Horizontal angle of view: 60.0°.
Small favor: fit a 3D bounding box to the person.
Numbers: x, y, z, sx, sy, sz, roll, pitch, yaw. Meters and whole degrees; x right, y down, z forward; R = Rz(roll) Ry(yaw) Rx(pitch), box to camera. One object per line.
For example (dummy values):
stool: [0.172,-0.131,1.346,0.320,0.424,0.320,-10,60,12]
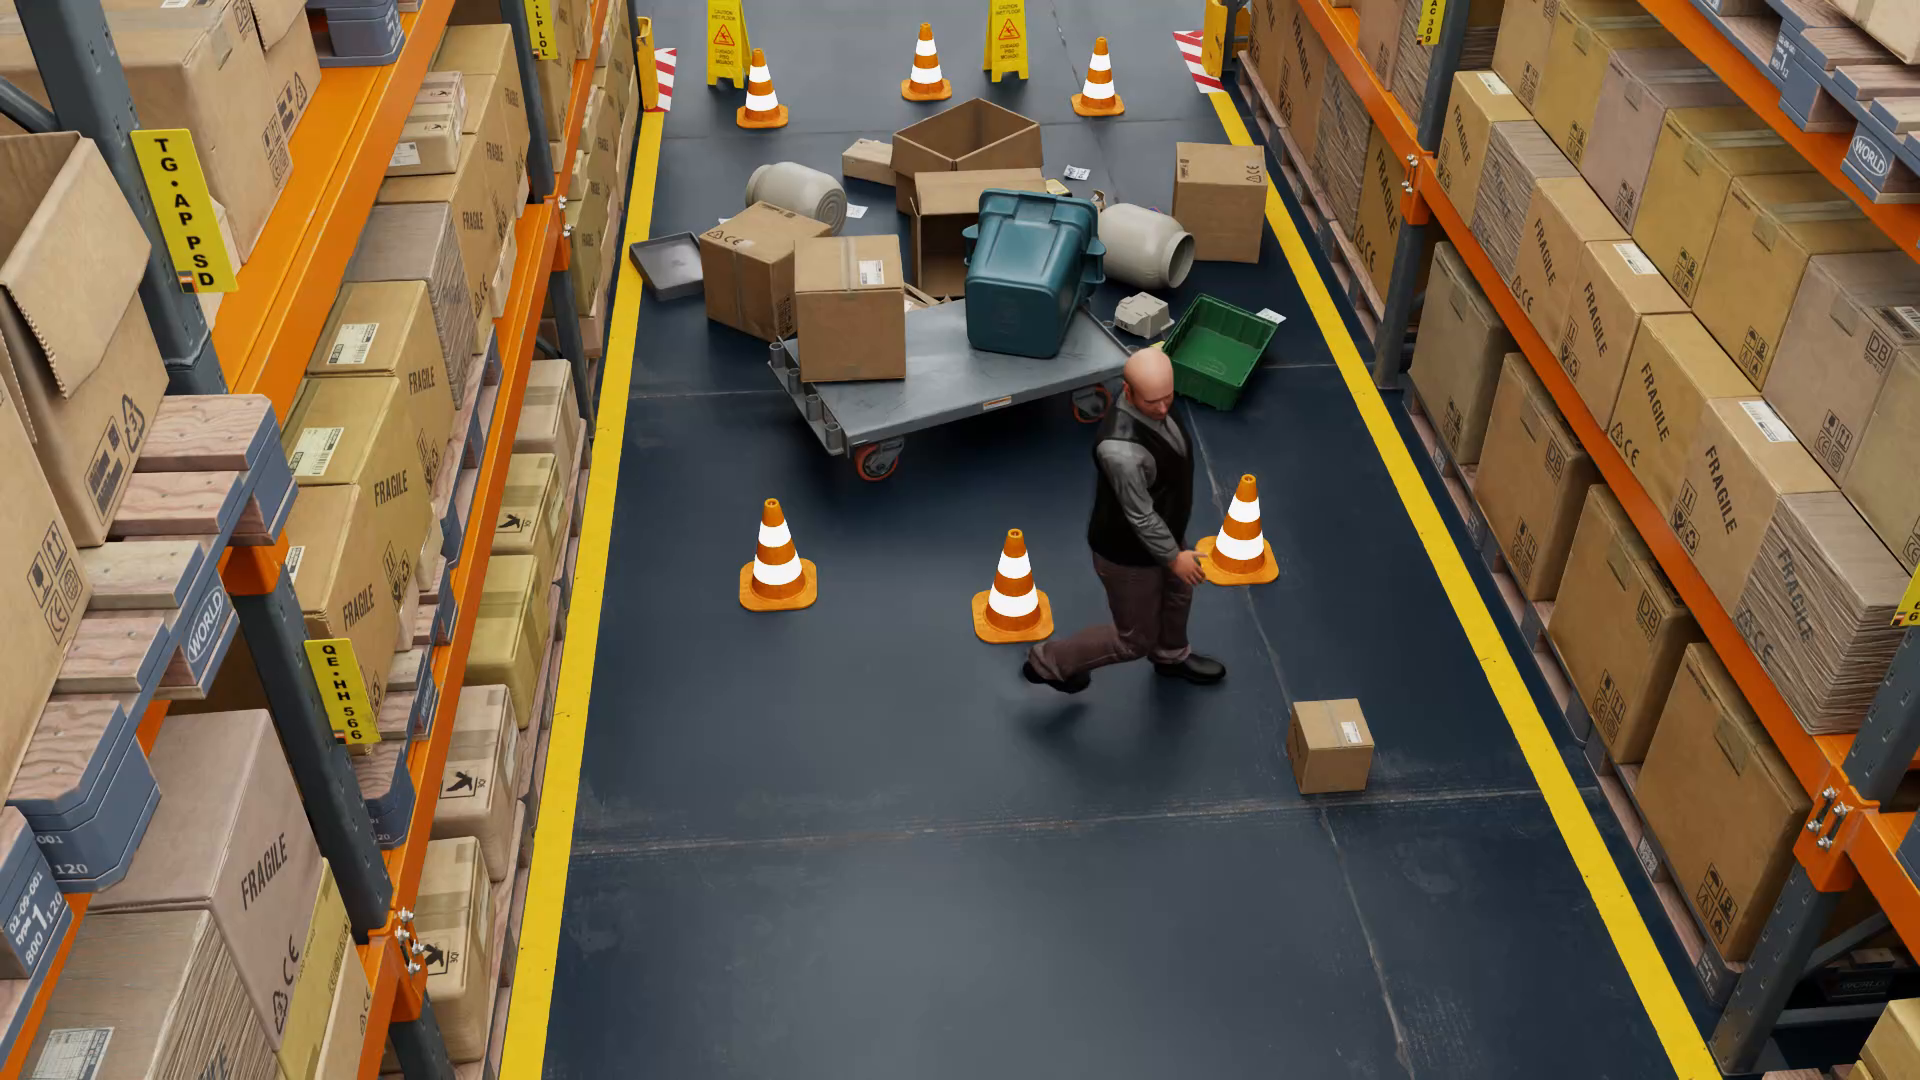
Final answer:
person: [0.657,-0.026,6.215,0.748,1.692,0.575,13,41,15]
